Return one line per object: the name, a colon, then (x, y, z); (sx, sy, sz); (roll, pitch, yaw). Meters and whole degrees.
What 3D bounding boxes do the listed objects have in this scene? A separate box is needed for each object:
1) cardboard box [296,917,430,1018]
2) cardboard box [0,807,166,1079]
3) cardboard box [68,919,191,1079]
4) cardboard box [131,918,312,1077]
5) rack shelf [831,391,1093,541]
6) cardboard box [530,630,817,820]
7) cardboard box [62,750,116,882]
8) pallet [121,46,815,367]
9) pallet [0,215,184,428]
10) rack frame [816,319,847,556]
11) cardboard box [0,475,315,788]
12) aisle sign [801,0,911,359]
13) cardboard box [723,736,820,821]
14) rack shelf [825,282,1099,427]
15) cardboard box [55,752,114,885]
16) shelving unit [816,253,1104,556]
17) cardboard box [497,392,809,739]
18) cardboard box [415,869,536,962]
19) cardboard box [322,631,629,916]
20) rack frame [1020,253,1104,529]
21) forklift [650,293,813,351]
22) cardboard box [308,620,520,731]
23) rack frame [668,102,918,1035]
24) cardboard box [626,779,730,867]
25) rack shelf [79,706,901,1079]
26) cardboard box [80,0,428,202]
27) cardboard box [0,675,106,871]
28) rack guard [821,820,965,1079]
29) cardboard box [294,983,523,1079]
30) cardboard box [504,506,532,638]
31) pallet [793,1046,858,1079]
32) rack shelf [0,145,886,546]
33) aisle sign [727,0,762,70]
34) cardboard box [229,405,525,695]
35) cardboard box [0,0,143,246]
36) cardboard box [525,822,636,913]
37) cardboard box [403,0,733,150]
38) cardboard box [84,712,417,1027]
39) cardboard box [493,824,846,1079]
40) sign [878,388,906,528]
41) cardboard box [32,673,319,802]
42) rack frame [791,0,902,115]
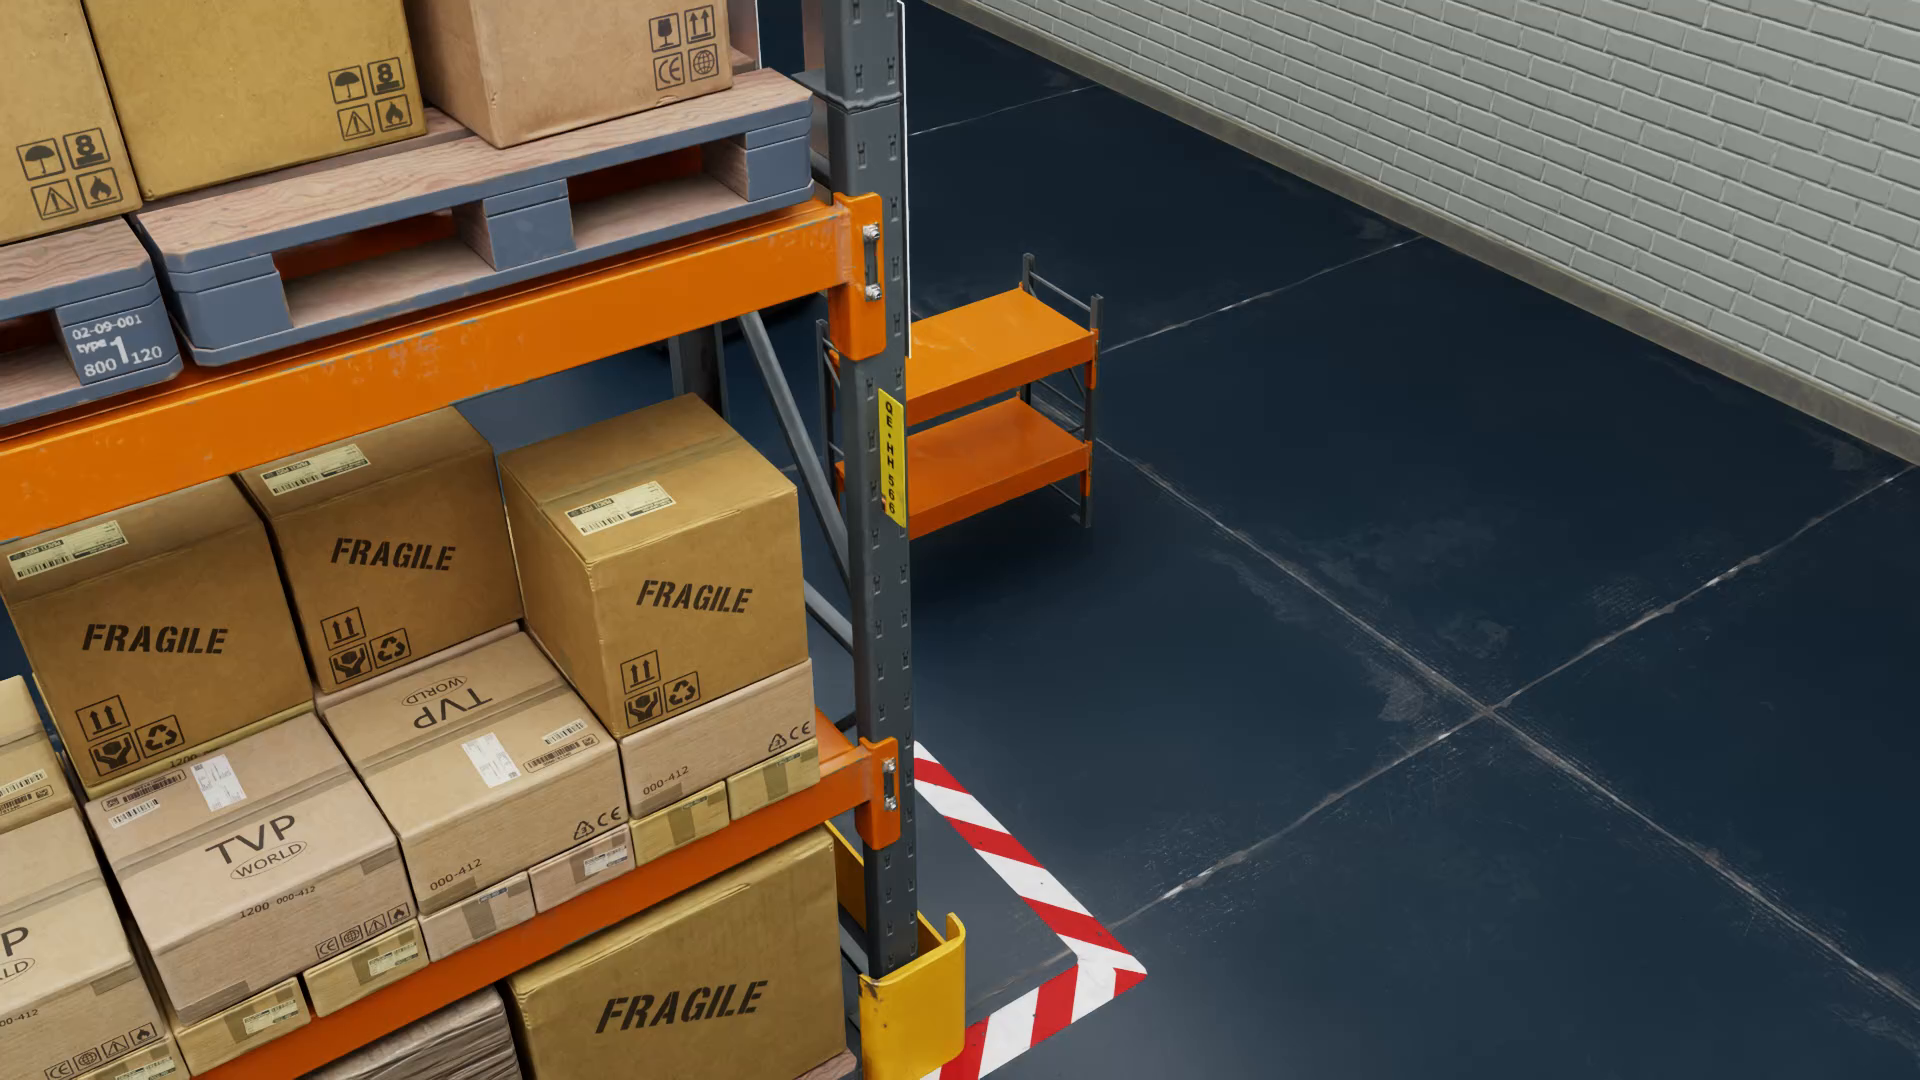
cardboard box: (-1.391, 0.844, 3.723); (0.250, 0.149, 0.380); (-23, 42, -29)
cardboard box: (-1.953, 0.869, 3.346); (0.500, 0.250, 0.500); (-22, 41, -28)
cardboard box: (-1.806, 1.014, 3.487); (0.250, 0.149, 0.380); (-22, 41, -27)
cardboard box: (-1.602, 0.931, 3.601); (0.250, 0.149, 0.380); (-22, 41, -28)
rack shelf: (0.006, -0.260, 7.067); (1.000, 0.278, 0.538); (-22, 41, -28)
cardboard box: (-0.698, 0.350, 4.067); (0.500, 0.250, 0.500); (-23, 42, -29)
cardboard box: (-1.985, 0.618, 4.037); (0.250, 0.149, 0.380); (-23, 42, -28)
pallet: (-1.056, -0.807, 3.309); (1.213, 0.211, 1.003); (-22, 41, -28)
pallet: (-2.054, -0.394, 2.736); (1.213, 0.211, 1.003); (-22, 41, -28)
rack frame: (-0.410, -0.288, 6.687); (0.032, 1.125, 0.500); (-22, 41, -28)
cardboard box: (-1.832, 0.134, 3.726); (0.500, 0.500, 0.500); (-24, 42, -29)
aisle sign: (-0.224, -0.816, 3.589); (0.004, 0.787, 0.394); (-22, 41, -28)
cardboard box: (-0.557, 0.500, 4.202); (0.250, 0.149, 0.380); (-22, 41, -27)
rack shelf: (0.006, -0.697, 6.754); (1.000, 0.278, 0.538); (-22, 41, -28)
cardboard box: (-2.192, 0.703, 3.919); (0.250, 0.149, 0.380); (-23, 42, -29)
shelving unit: (0.006, -0.459, 6.925); (1.048, 1.125, 0.538); (-22, 41, -28)
cardboard box: (-0.702, 0.046, 3.849); (0.500, 0.500, 0.500); (-22, 41, -27)
cardboard box: (-1.179, 0.756, 3.846); (0.250, 0.149, 0.380); (-22, 41, -27)
cardboard box: (-1.113, 0.521, 3.831); (0.500, 0.250, 0.500); (-23, 42, -29)
rack frame: (0.421, -0.630, 7.162); (0.032, 1.125, 0.500); (-22, 41, -28)
forklift: (-2.195, -2.866, 8.725); (3.031, 2.935, 1.130); (27, 43, 32)
cardboard box: (-1.424, 0.271, 4.177); (0.500, 0.250, 0.500); (-23, 42, -28)
rack frame: (-0.455, 0.121, 4.513); (0.127, 3.000, 1.000); (-22, 41, -28)
cardboard box: (-0.768, 0.588, 4.079); (0.250, 0.149, 0.380); (-22, 41, -27)
rack shelf: (-2.090, 1.085, 3.788); (4.000, 0.370, 1.077); (-22, 41, -28)
cardboard box: (-1.379, -1.017, 2.995); (0.500, 0.500, 0.700); (-24, 42, -29)
cardboard box: (-2.260, 0.617, 3.697); (0.500, 0.250, 0.500); (-23, 42, -29)
rack guard: (-0.436, 1.127, 5.254); (0.348, 0.500, 1.175); (-22, 41, -28)
cardboard box: (-1.676, 1.372, 4.233); (0.875, 0.875, 0.875); (-22, 41, -28)
cardboard box: (-1.003, 0.093, 4.425); (0.500, 0.250, 0.500); (-24, 42, -29)
pallet: (-1.064, 1.559, 4.902); (1.213, 0.211, 1.003); (-22, 41, -28)
rack shelf: (-2.090, -0.132, 2.912); (4.000, 0.370, 1.077); (-22, 41, -28)
aisle sign: (-0.569, -1.102, 3.987); (0.004, 0.787, 0.394); (-22, 41, -28)
cardboard box: (-1.412, -0.043, 3.972); (0.500, 0.500, 0.500); (-23, 42, -29)
cardboard box: (-1.774, -0.820, 2.721); (0.500, 0.500, 0.700); (-25, 43, -31)
cardboard box: (-0.975, 0.672, 3.962); (0.250, 0.149, 0.380); (-22, 41, -28)
cardboard box: (-0.849, -1.148, 3.178); (0.500, 0.500, 0.700); (-25, 43, -30)
cardboard box: (-1.529, 0.692, 3.592); (0.500, 0.250, 0.500); (-24, 42, -29)
cardboard box: (-0.932, 1.066, 4.659); (0.875, 0.875, 0.875); (-22, 41, -28)
sign: (-0.154, -0.182, 3.739); (0.005, 0.325, 0.100); (-22, 41, -28)
cardboard box: (-1.837, 0.439, 3.945); (0.500, 0.250, 0.500); (-24, 42, -29)
rack frame: (-0.455, -2.315, 2.762); (0.127, 3.000, 1.000); (-22, 41, -28)
